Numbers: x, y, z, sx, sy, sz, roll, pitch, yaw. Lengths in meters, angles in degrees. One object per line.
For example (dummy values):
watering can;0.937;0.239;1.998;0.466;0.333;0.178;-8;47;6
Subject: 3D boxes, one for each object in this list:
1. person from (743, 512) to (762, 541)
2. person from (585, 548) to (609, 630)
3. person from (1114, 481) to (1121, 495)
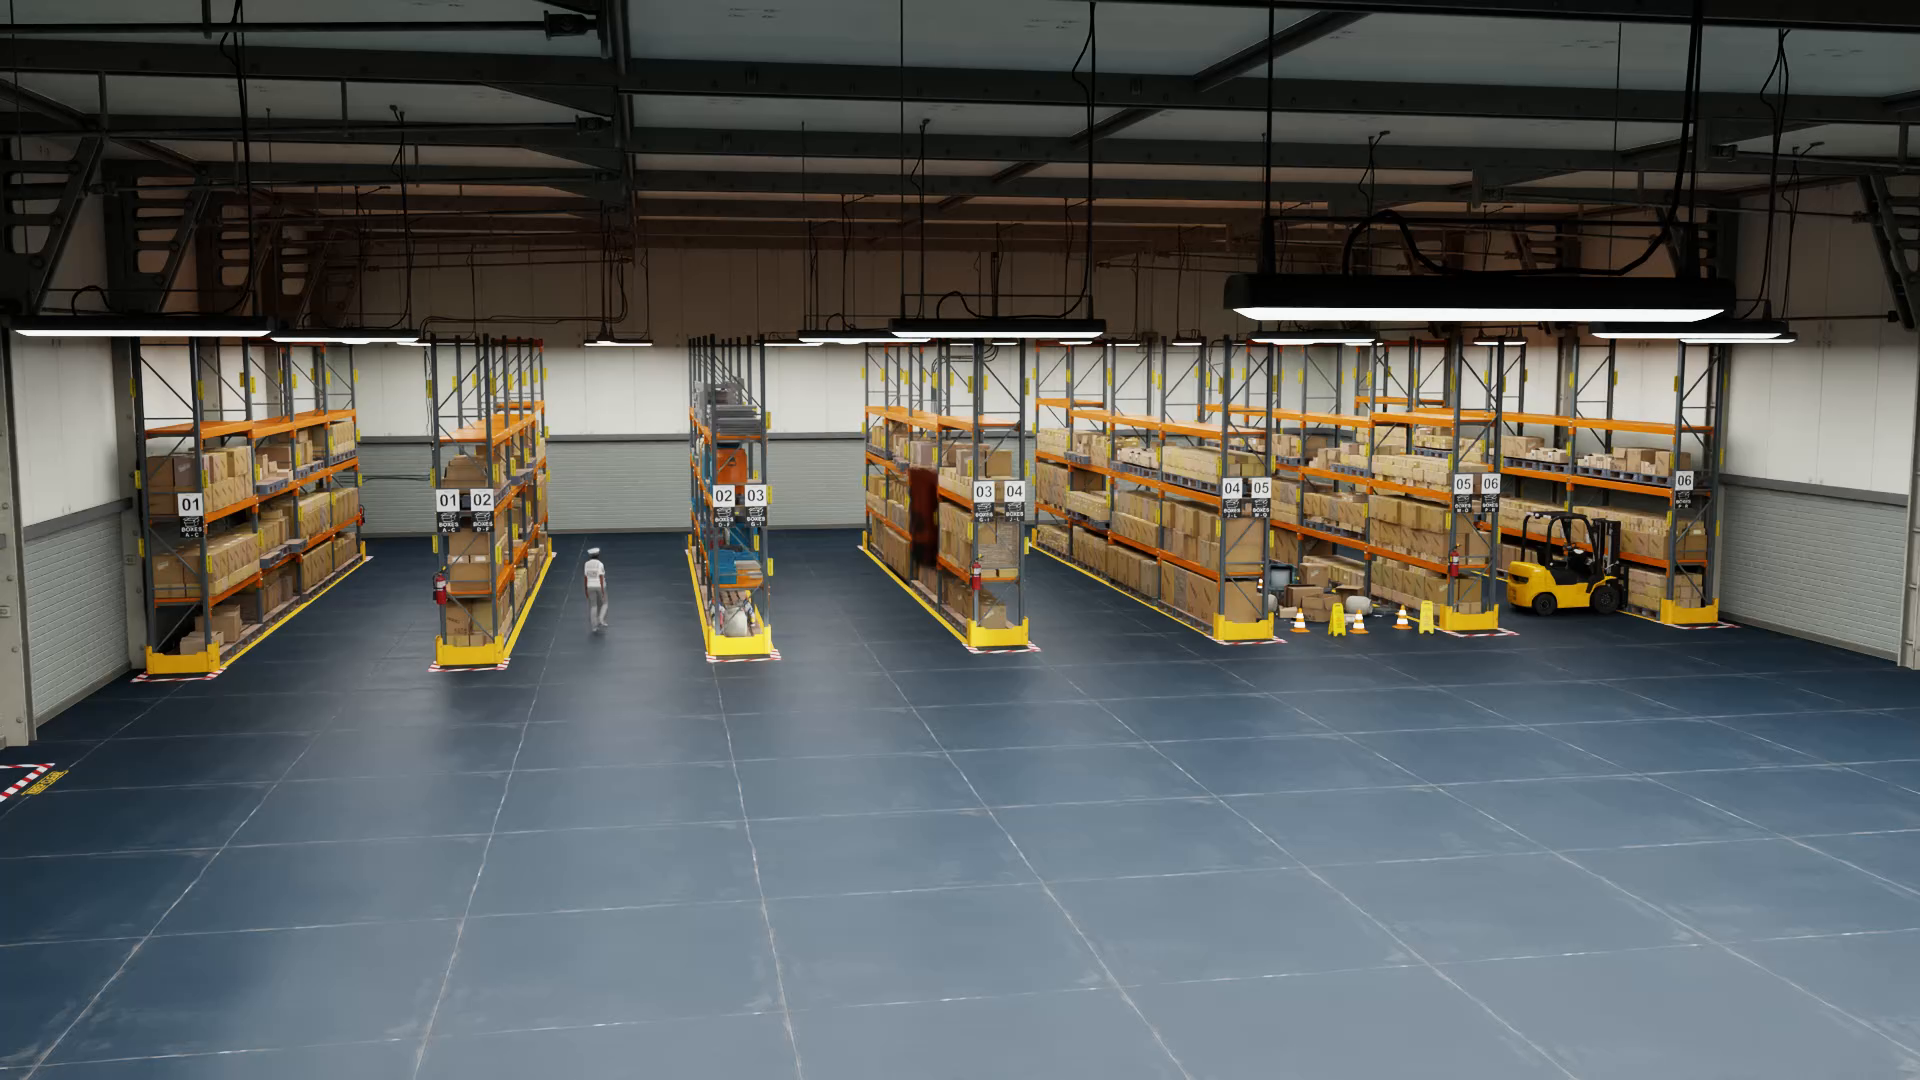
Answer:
person;-5.573;-0.269;44.931;0.580;1.680;1.031;-3;7;-26
person;-7.424;1.002;33.948;0.498;1.665;0.457;0;7;1
person;4.904;-1.036;51.965;0.877;1.596;0.465;-5;8;-38
